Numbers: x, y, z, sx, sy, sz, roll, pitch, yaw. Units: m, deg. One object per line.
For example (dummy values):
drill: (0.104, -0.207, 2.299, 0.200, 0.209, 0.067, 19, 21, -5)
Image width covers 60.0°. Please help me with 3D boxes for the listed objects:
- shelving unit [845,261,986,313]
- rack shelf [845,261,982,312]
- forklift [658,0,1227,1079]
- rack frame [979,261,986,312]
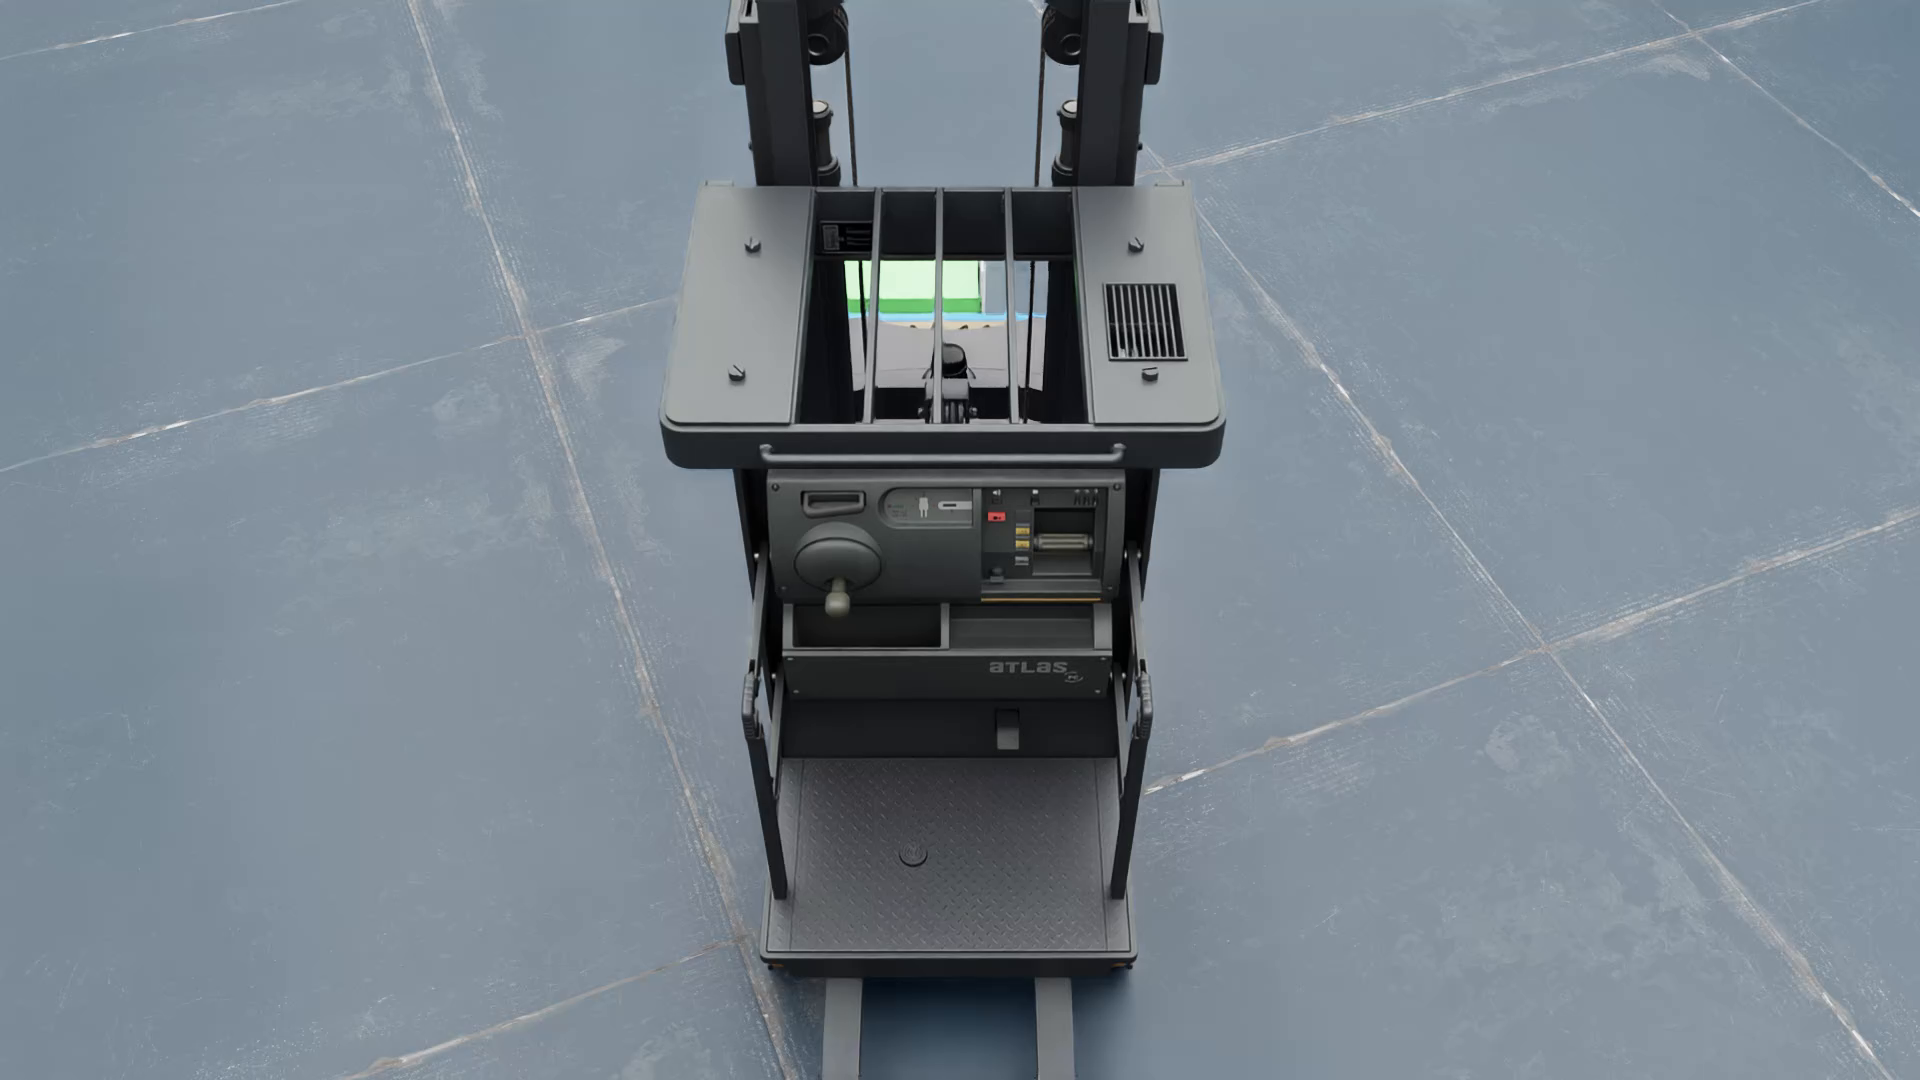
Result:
shelving unit: (-0.169, -0.583, 5.960, 0.503, 1.200, 0.258, 0, 49, 0)
rack shelf: (-0.169, -0.854, 5.644, 0.480, 0.148, 0.258, 0, 49, 0)
forklift: (-0.033, 0.111, 4.222, 1.130, 2.935, 3.031, 0, 49, 0)
rack frame: (0.075, -0.585, 5.961, 0.015, 1.200, 0.240, 0, 49, 0)
